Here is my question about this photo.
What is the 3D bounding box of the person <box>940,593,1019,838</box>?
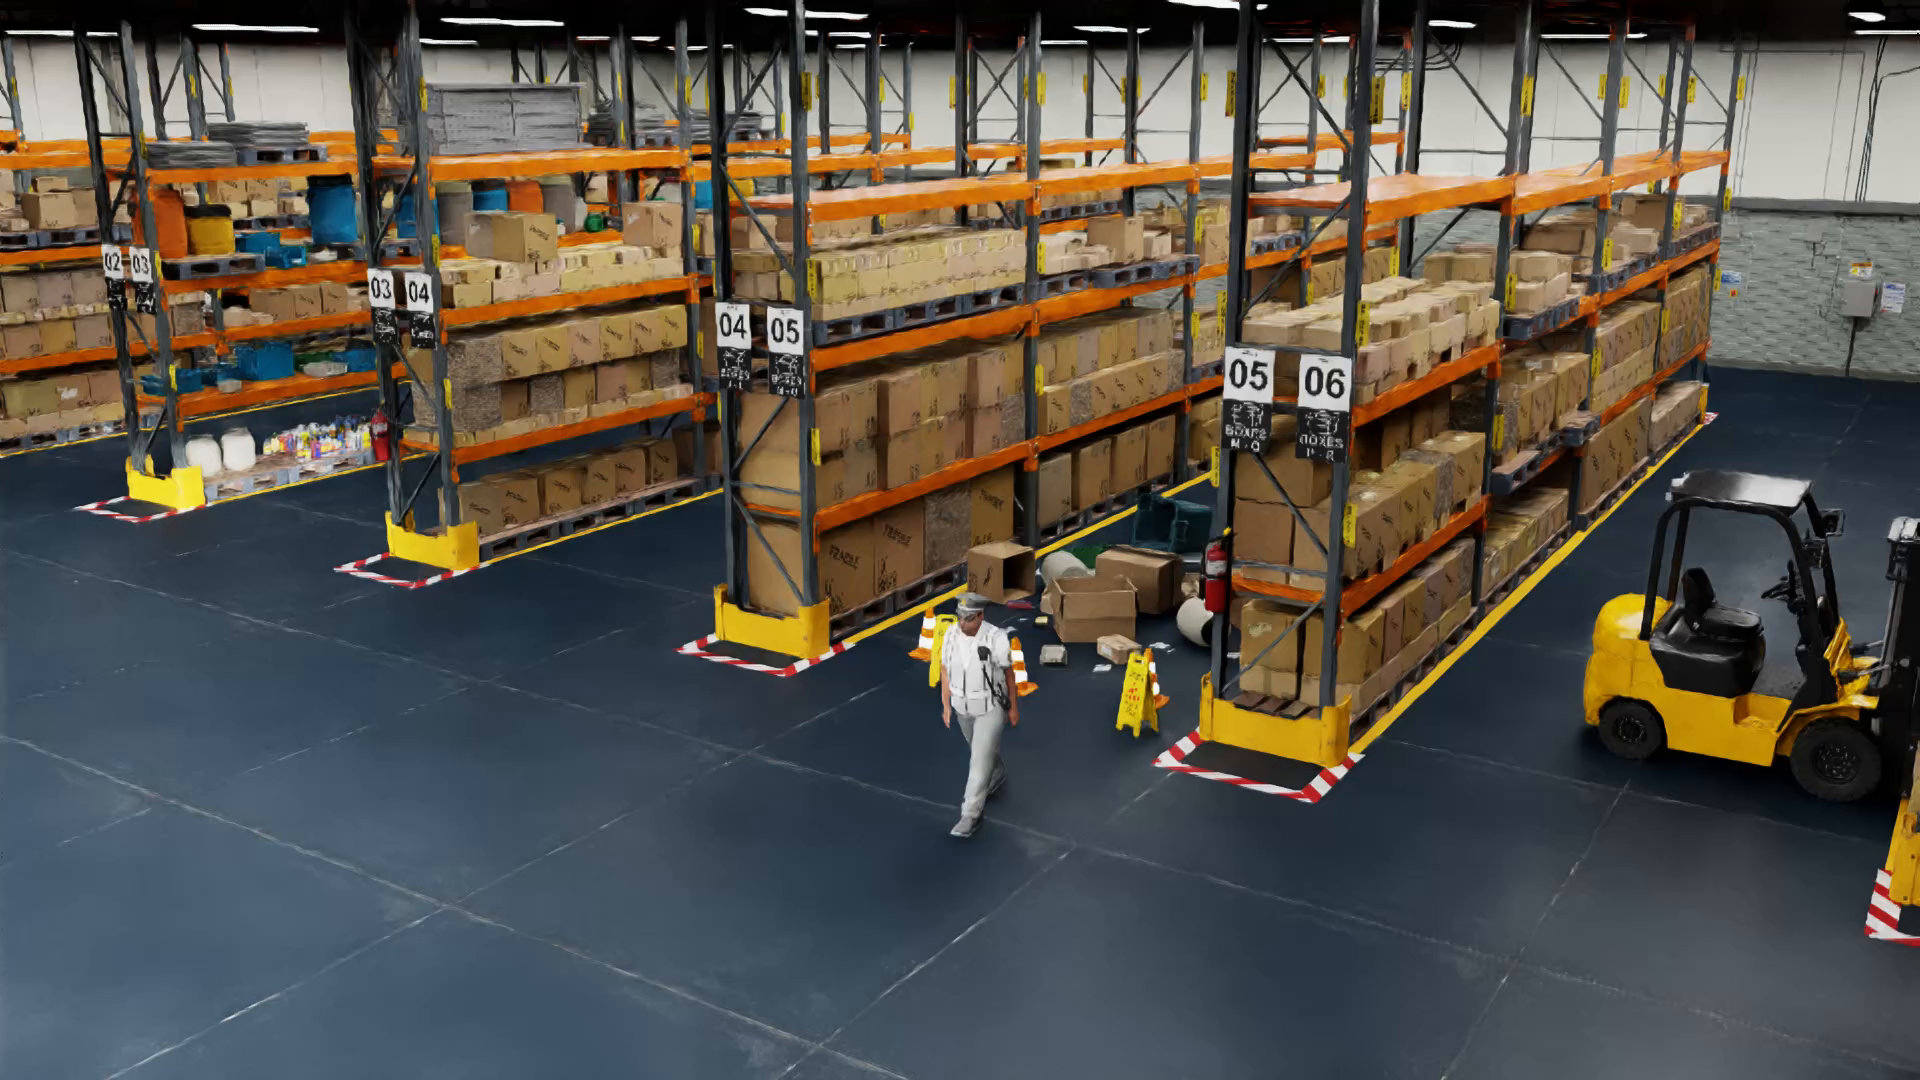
[{"bbox_3d":[0.091,1.159,11.847,0.542,1.672,1.115,9,18,30],"label":"person"}]

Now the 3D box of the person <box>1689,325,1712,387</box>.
[{"bbox_3d":[12.679,-3.385,28.434,0.465,1.608,0.514,0,16,-1],"label":"person"}]

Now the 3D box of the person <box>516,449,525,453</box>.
[{"bbox_3d":[-6.433,-2.117,23.724,0.681,1.666,0.843,4,16,13],"label":"person"}]

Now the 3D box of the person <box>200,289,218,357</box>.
[{"bbox_3d":[-13.672,-3.933,30.341,0.608,1.628,0.702,7,17,23],"label":"person"}]
